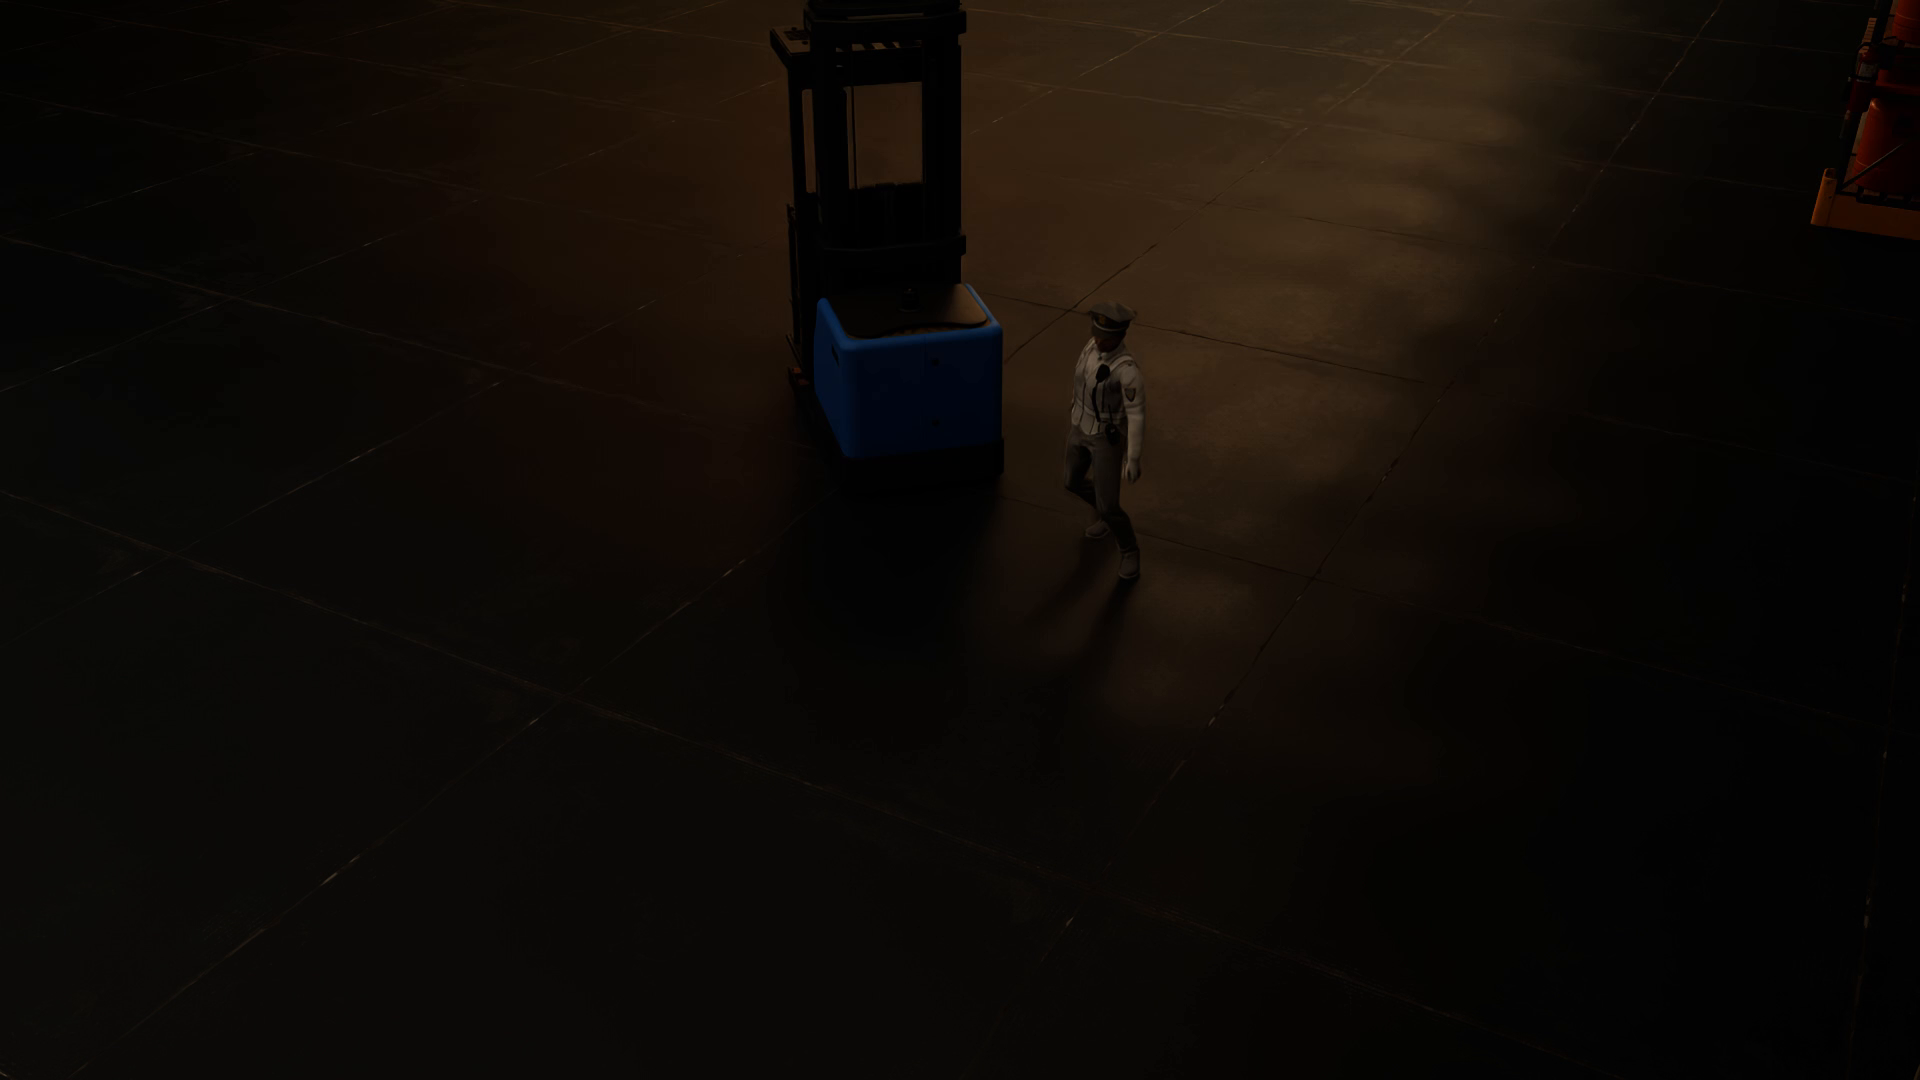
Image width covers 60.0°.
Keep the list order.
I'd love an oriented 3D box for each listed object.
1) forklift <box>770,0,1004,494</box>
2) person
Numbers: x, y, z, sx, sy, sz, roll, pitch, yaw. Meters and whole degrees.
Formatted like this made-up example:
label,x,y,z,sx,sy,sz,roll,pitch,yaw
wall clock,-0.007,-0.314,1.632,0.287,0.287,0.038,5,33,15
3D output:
label,x,y,z,sx,sy,sz,roll,pitch,yaw
forklift,-0.596,-2.281,11.023,1.130,2.935,3.031,-8,31,-13
person,0.859,-0.650,9.550,0.457,1.595,0.815,-14,33,-23
